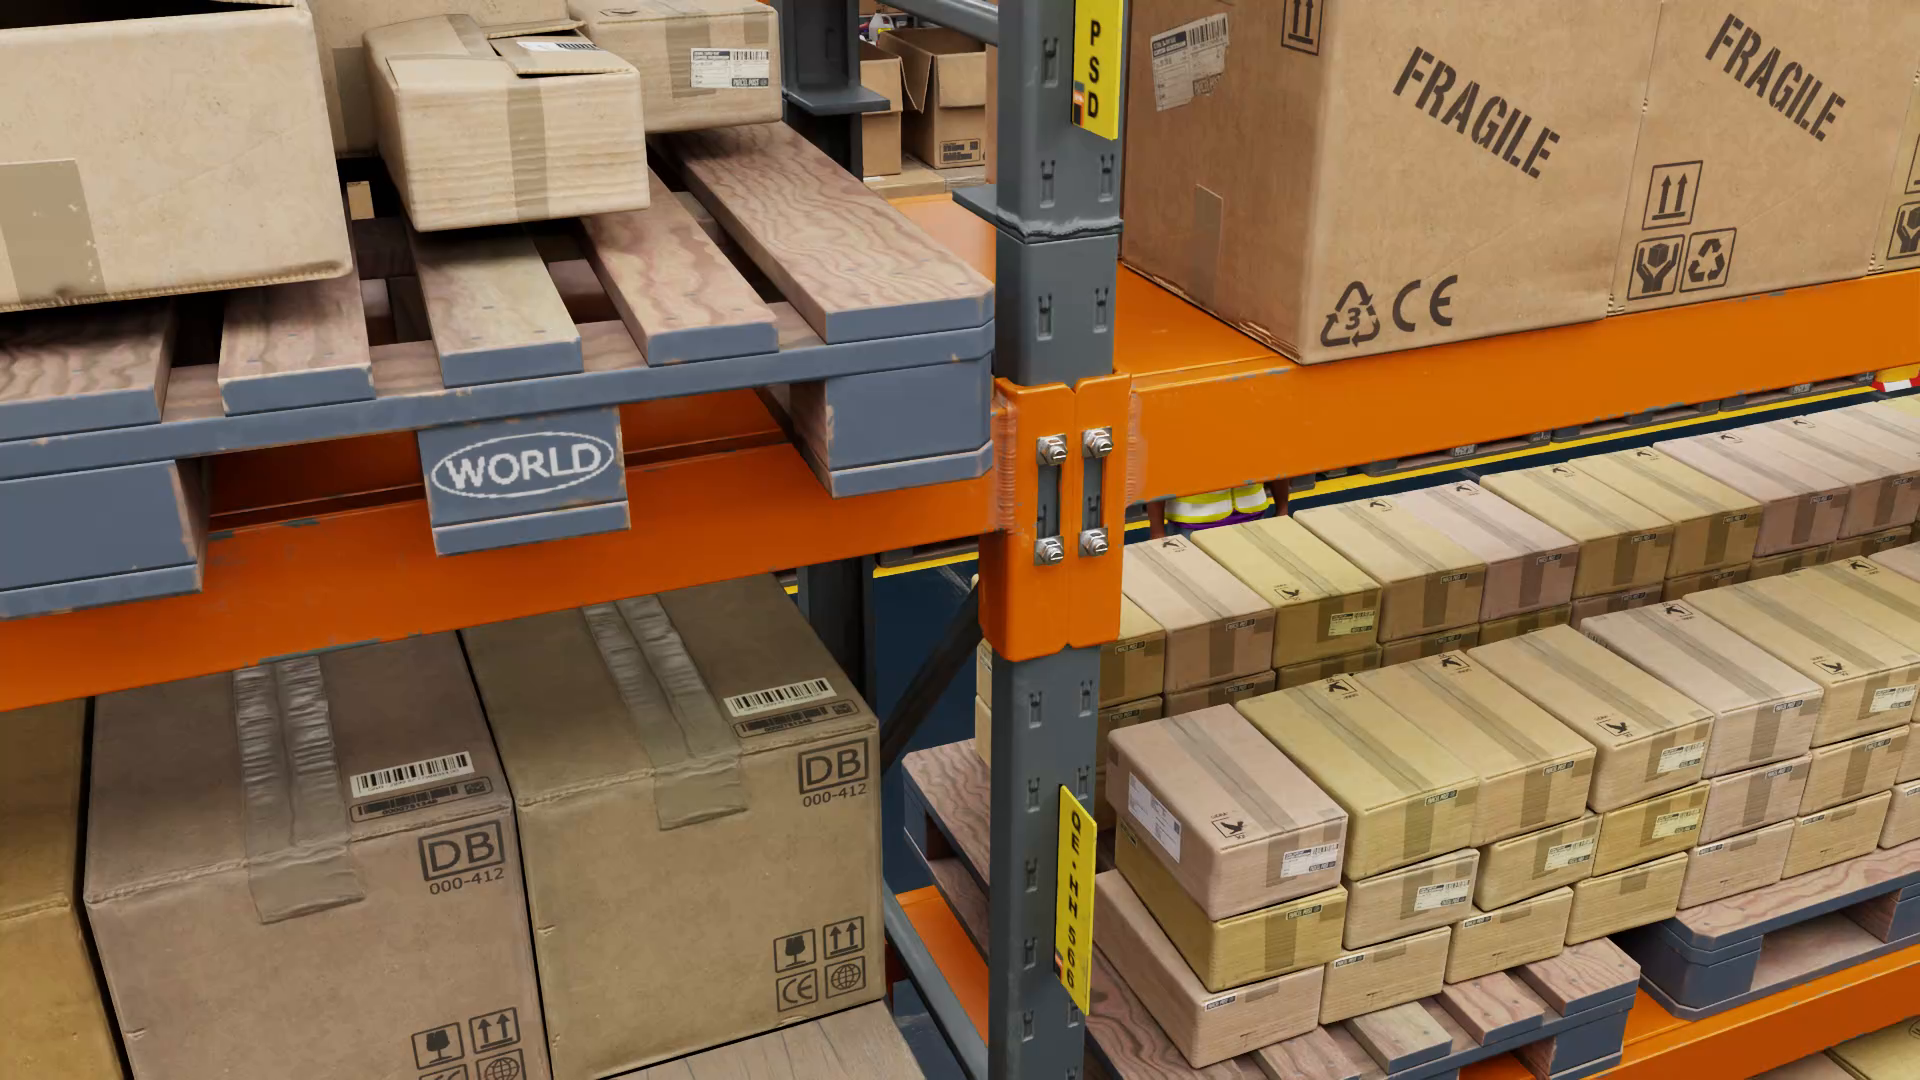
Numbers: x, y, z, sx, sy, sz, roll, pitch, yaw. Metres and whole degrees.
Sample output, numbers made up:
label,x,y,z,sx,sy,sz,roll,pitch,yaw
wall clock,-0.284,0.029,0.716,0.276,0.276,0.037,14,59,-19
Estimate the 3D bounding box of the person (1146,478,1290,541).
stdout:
label,x,y,z,sx,sy,sz,roll,pitch,yaw
person,0.975,-0.066,6.229,0.635,1.760,0.456,-12,28,-23
